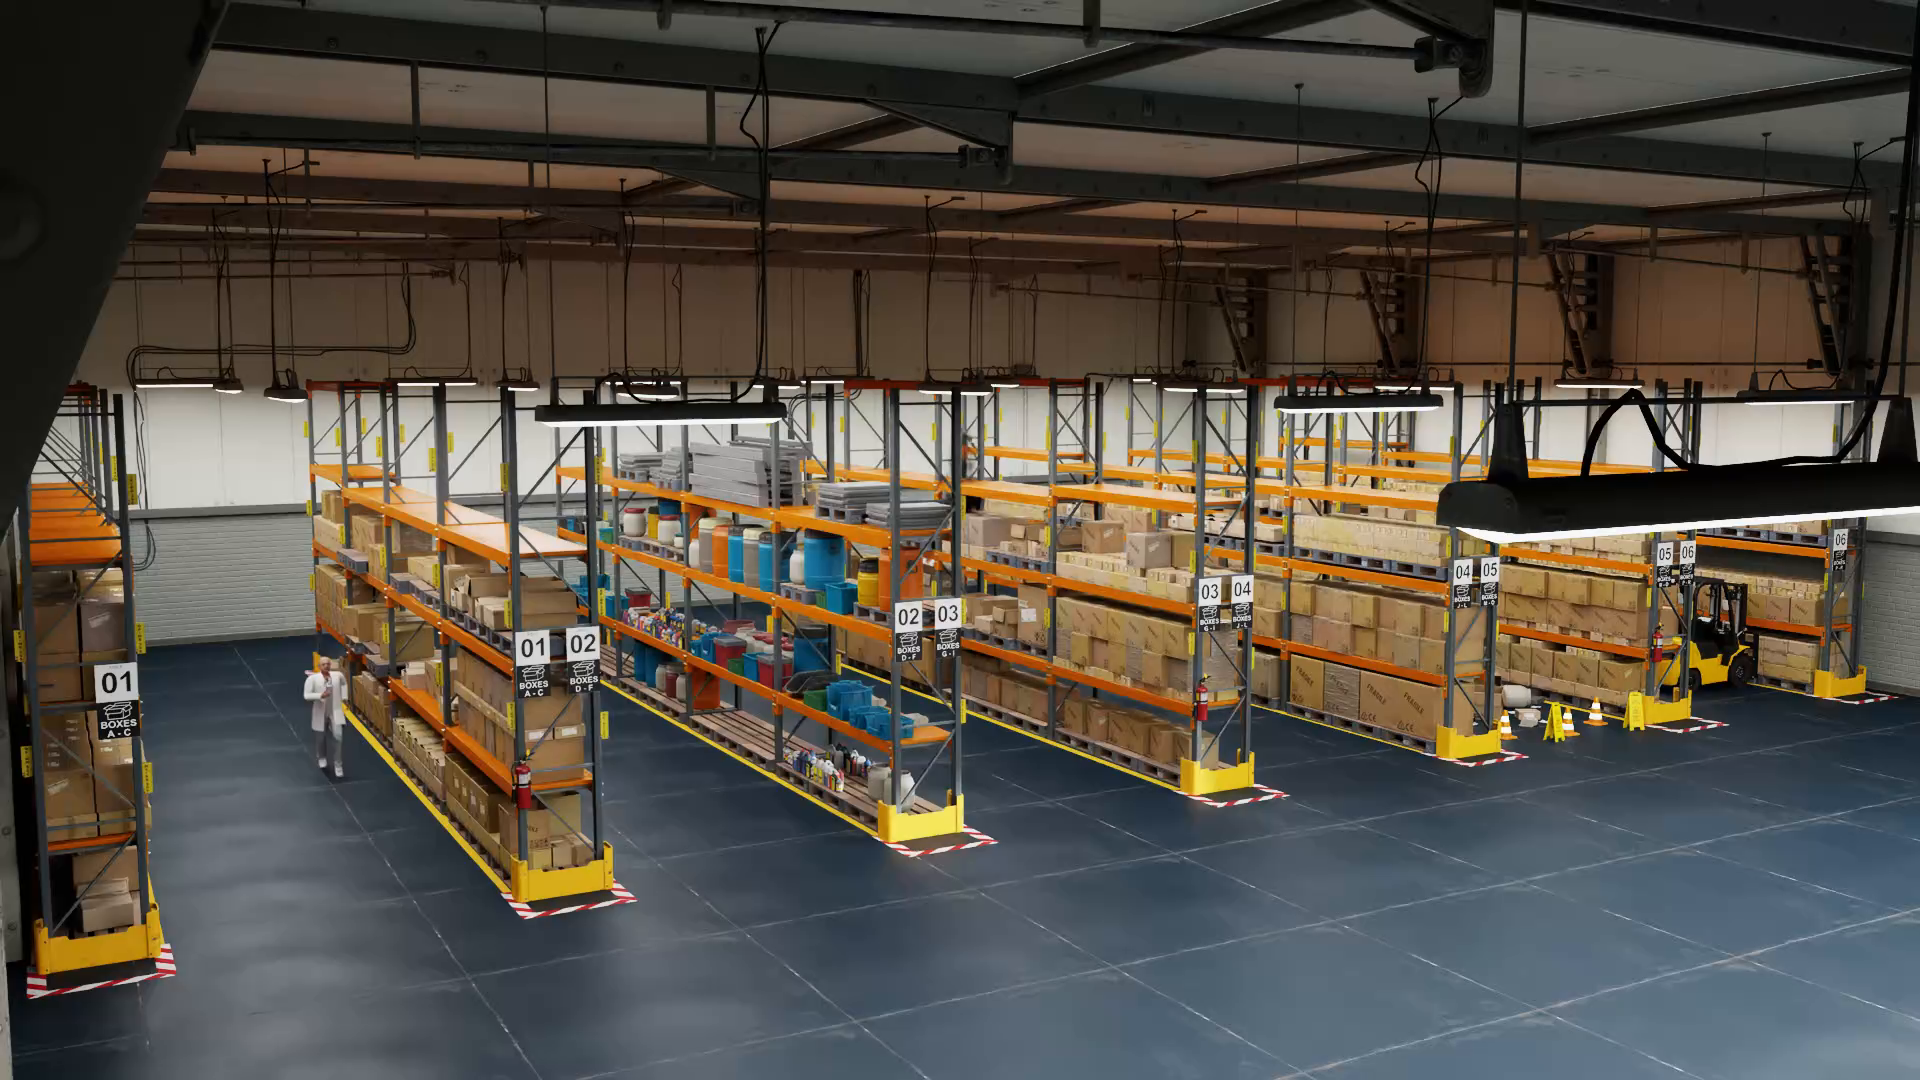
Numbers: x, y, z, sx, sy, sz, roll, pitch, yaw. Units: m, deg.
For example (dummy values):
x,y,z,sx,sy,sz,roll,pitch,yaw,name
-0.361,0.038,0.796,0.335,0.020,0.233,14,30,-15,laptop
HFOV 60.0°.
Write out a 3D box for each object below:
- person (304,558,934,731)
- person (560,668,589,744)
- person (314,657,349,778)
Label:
x,y,z,sx,sy,sz,roll,pitch,yaw,name
-5.221,1.896,33.386,3.866,1.776,18.567,5,8,40,person
-6.388,2.540,27.937,0.526,1.766,0.742,-4,7,-34,person
-9.773,2.714,25.696,0.644,1.846,0.866,-3,7,-28,person
